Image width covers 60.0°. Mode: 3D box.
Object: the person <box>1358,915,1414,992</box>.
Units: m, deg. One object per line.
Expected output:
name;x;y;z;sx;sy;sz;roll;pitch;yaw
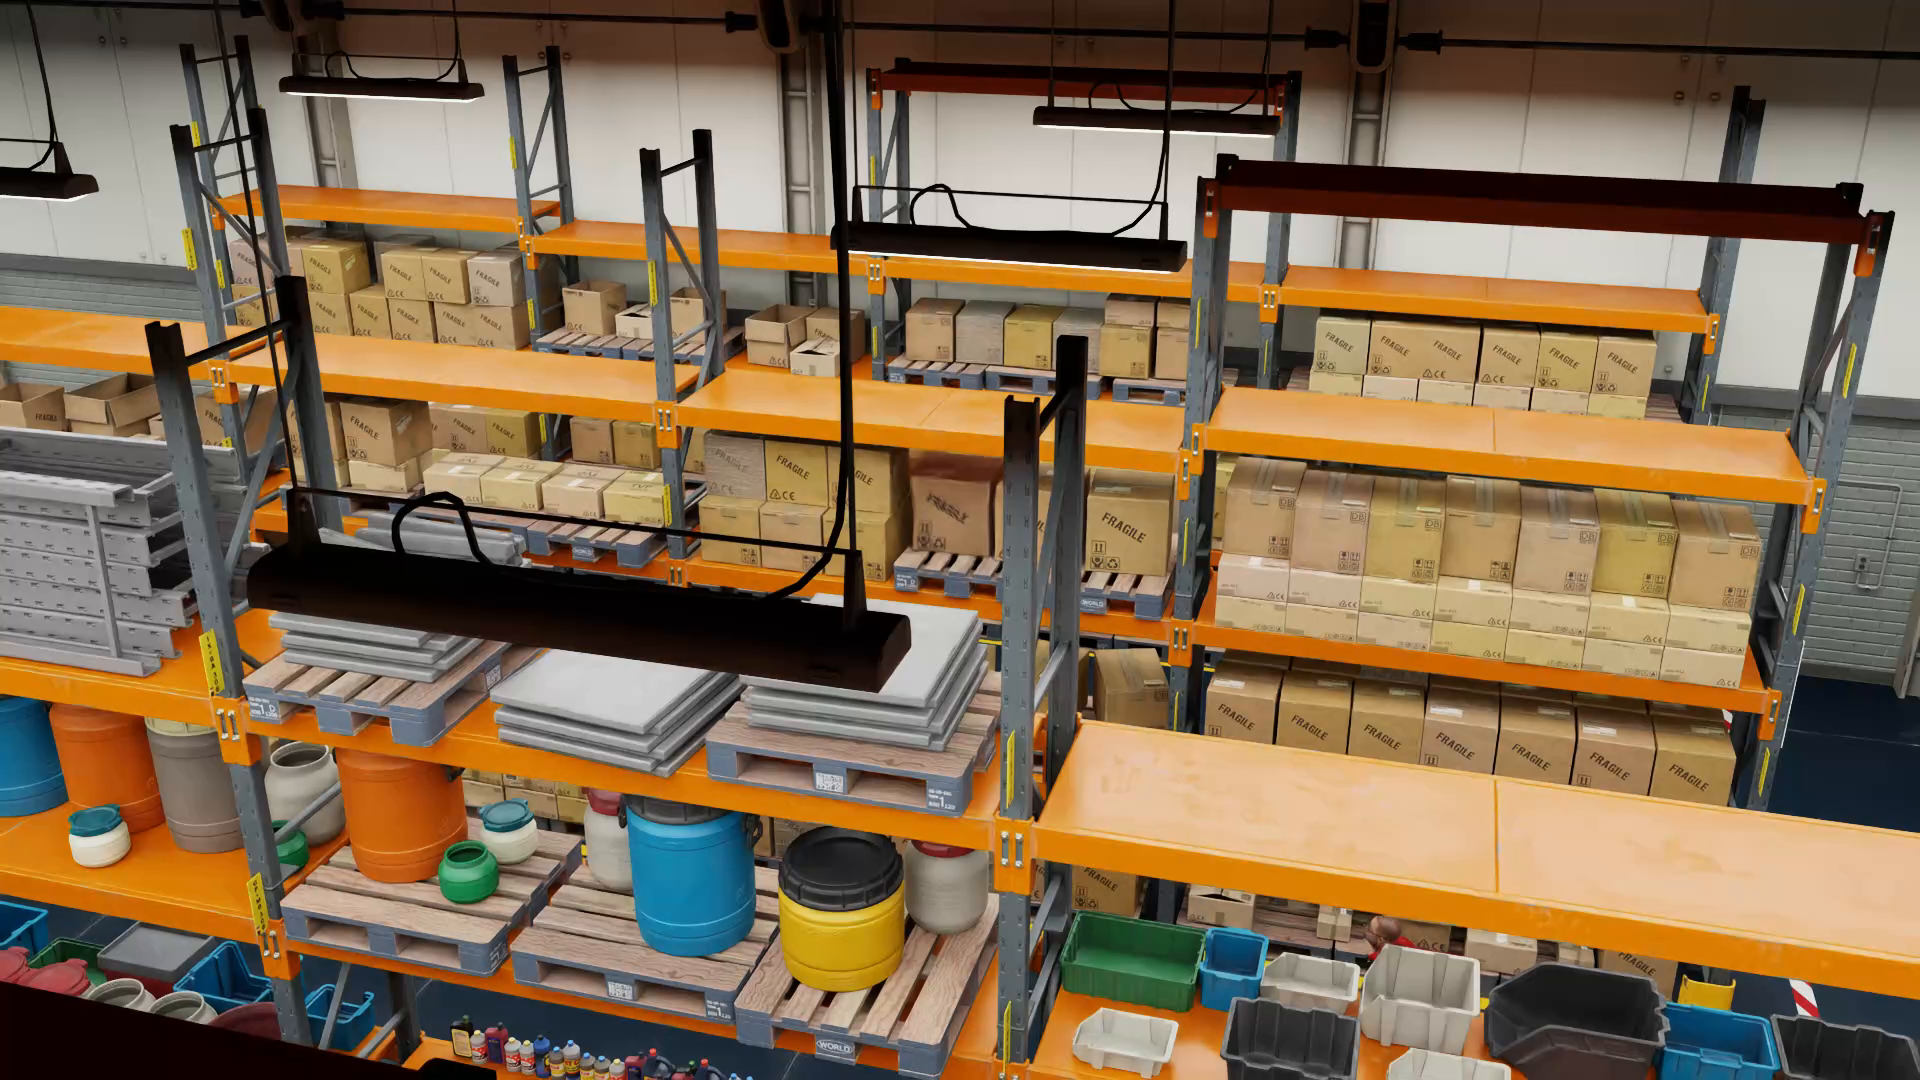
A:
person;2.882;3.212;10.918;0.730;1.640;0.702;10;25;23
